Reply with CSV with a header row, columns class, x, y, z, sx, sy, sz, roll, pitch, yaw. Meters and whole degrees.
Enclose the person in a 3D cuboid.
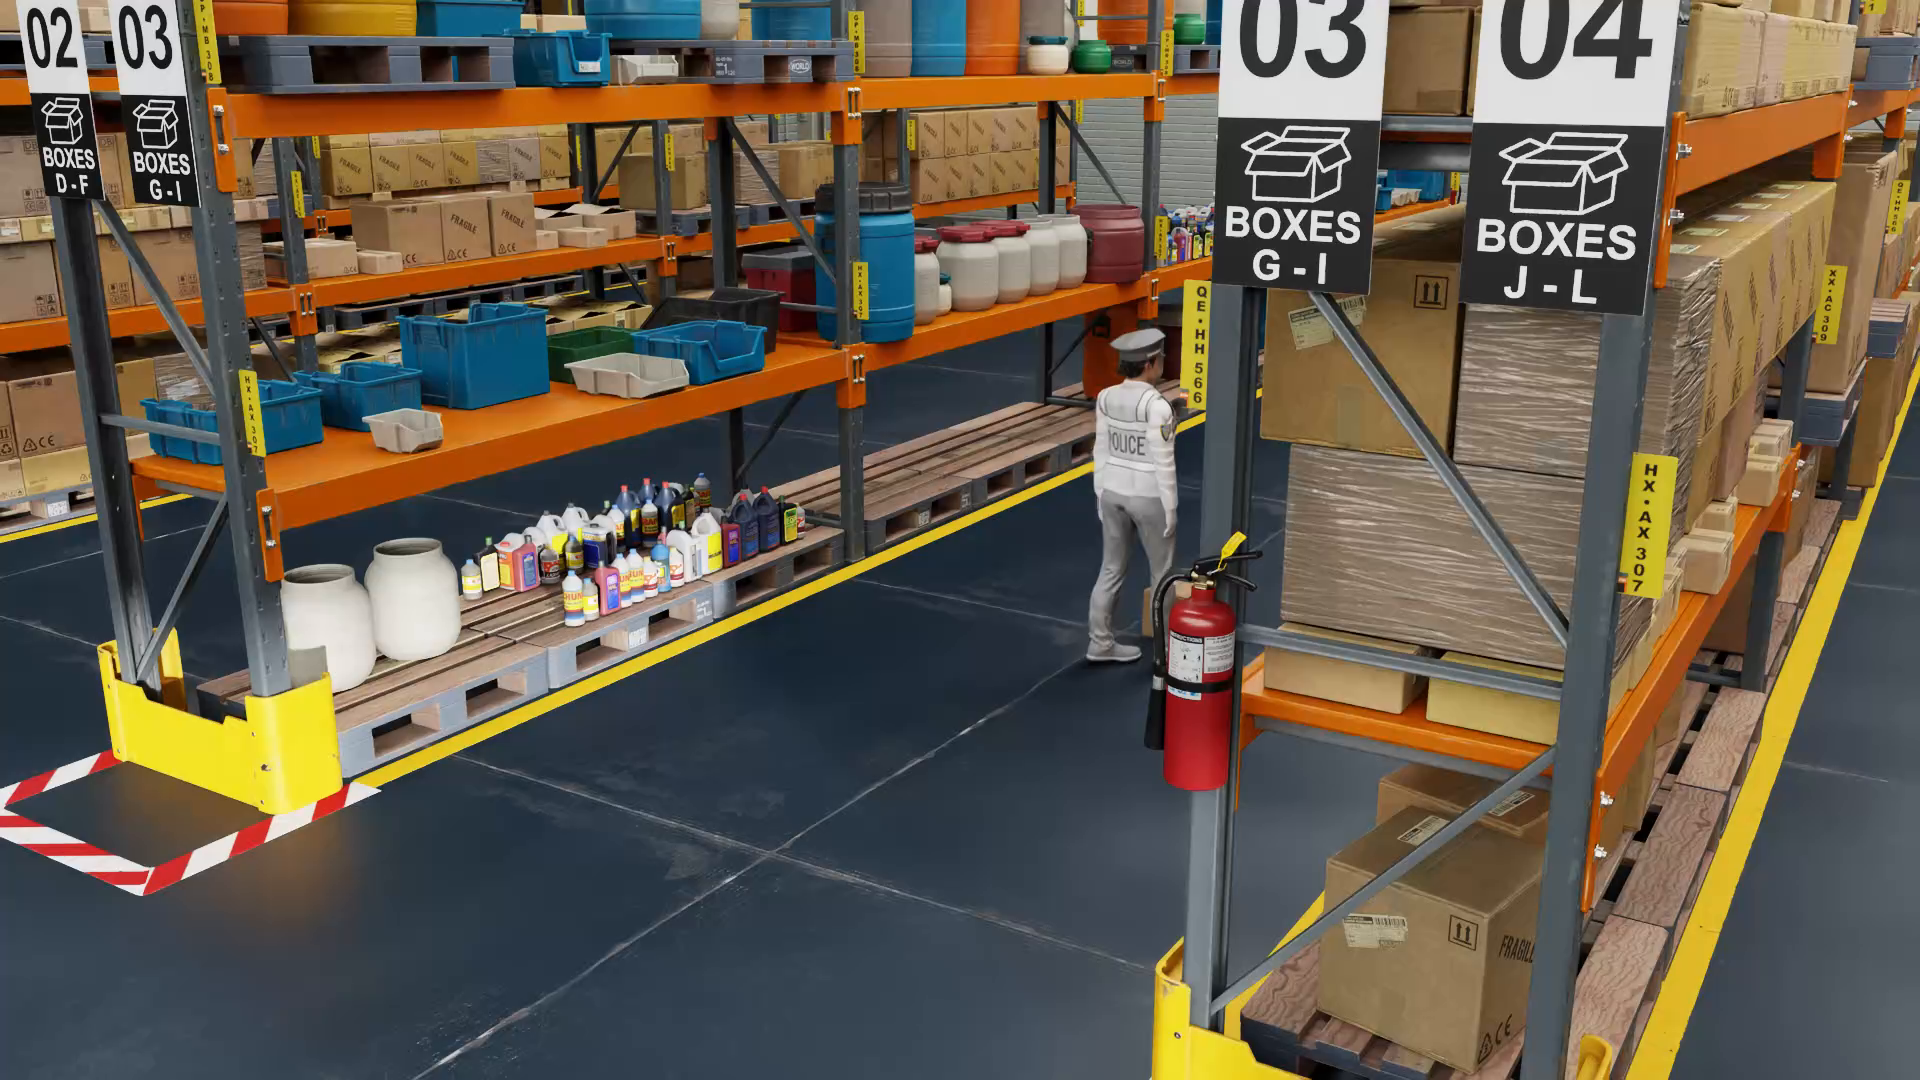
class,x,y,z,sx,sy,sz,roll,pitch,yaw
person,0.926,-0.215,8.220,0.539,1.673,0.495,-14,22,-40
